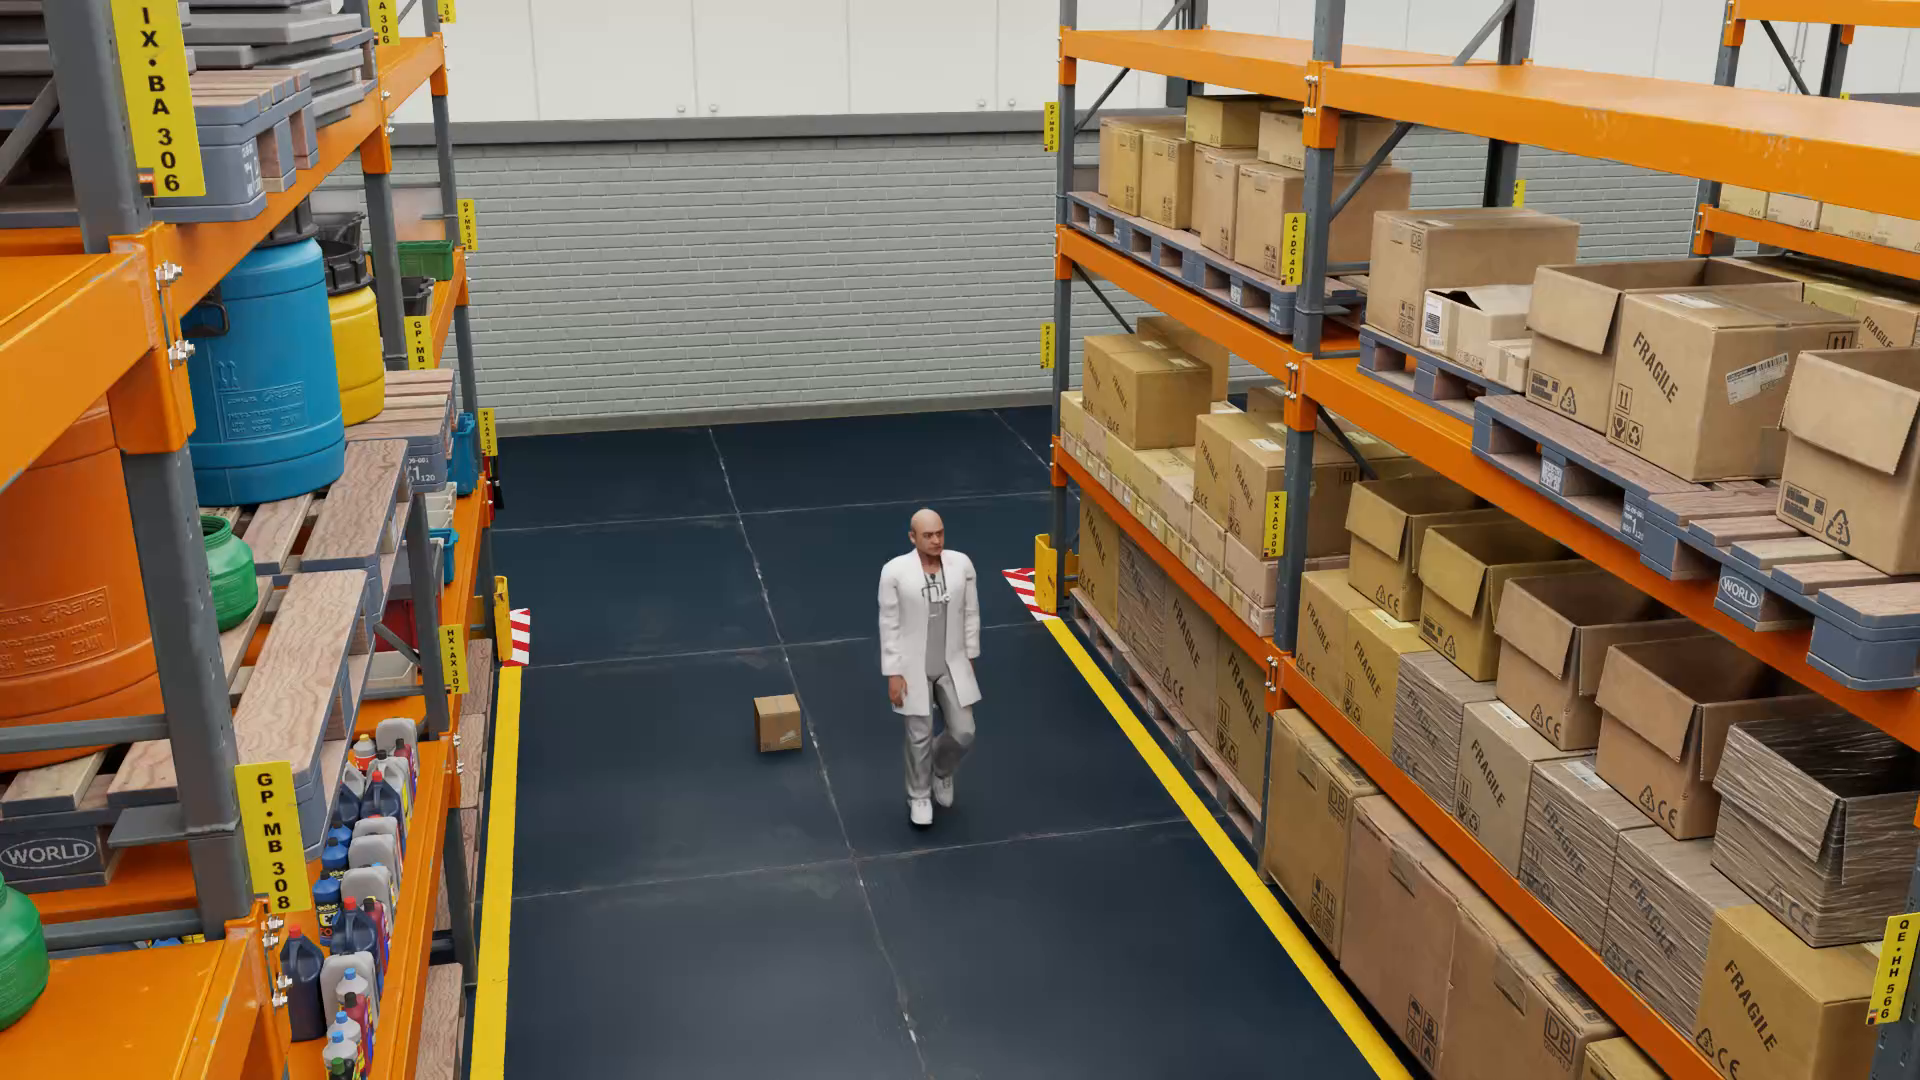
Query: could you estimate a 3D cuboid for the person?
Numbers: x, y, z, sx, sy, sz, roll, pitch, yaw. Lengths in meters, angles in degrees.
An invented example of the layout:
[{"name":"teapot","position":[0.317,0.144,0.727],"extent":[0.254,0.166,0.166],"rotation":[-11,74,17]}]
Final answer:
[{"name":"person","position":[-0.157,0.692,9.063],"extent":[0.584,1.790,0.524],"rotation":[-5,20,-15]}]
